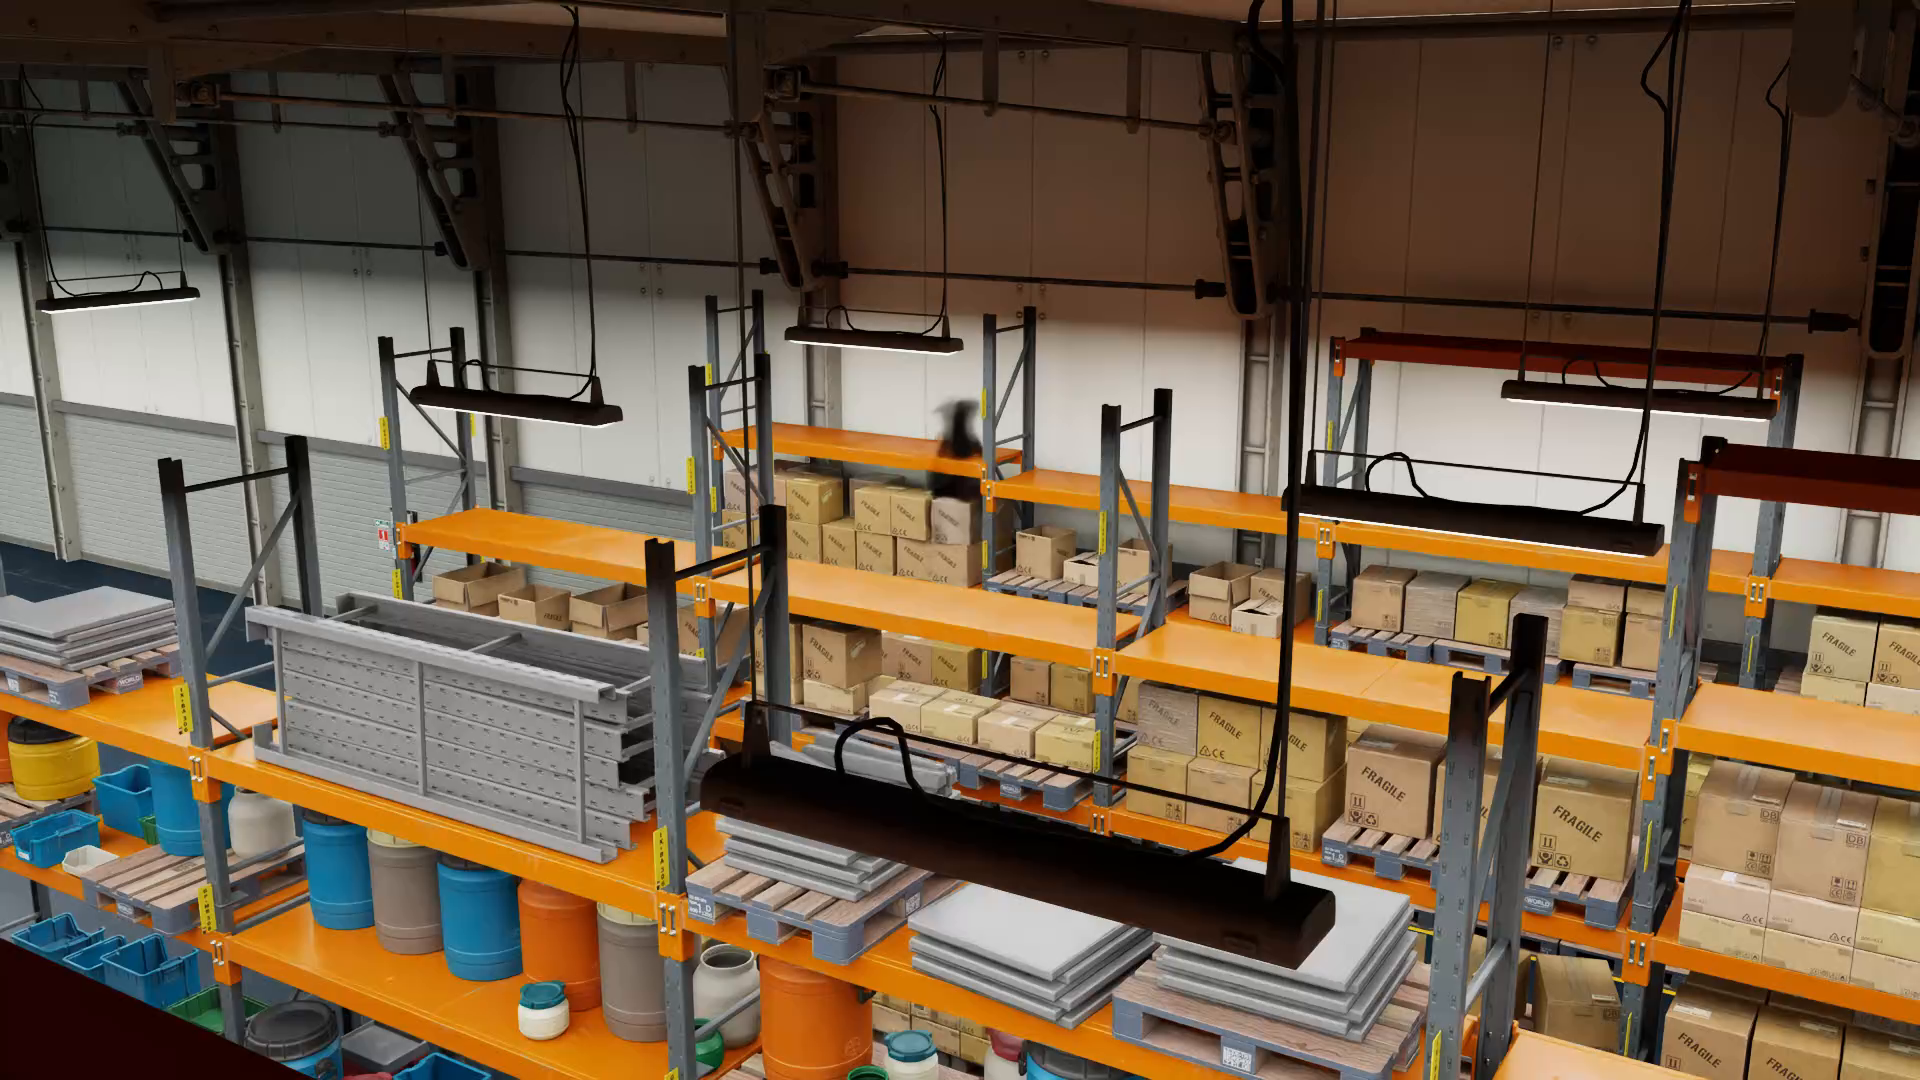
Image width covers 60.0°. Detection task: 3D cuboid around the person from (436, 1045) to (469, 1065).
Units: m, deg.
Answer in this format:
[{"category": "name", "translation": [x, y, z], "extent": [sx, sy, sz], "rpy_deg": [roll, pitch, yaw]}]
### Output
[{"category": "person", "translation": [-4.051, 4.057, 13.428], "extent": [0.708, 1.702, 0.559], "rpy_deg": [12, 18, 39]}]
